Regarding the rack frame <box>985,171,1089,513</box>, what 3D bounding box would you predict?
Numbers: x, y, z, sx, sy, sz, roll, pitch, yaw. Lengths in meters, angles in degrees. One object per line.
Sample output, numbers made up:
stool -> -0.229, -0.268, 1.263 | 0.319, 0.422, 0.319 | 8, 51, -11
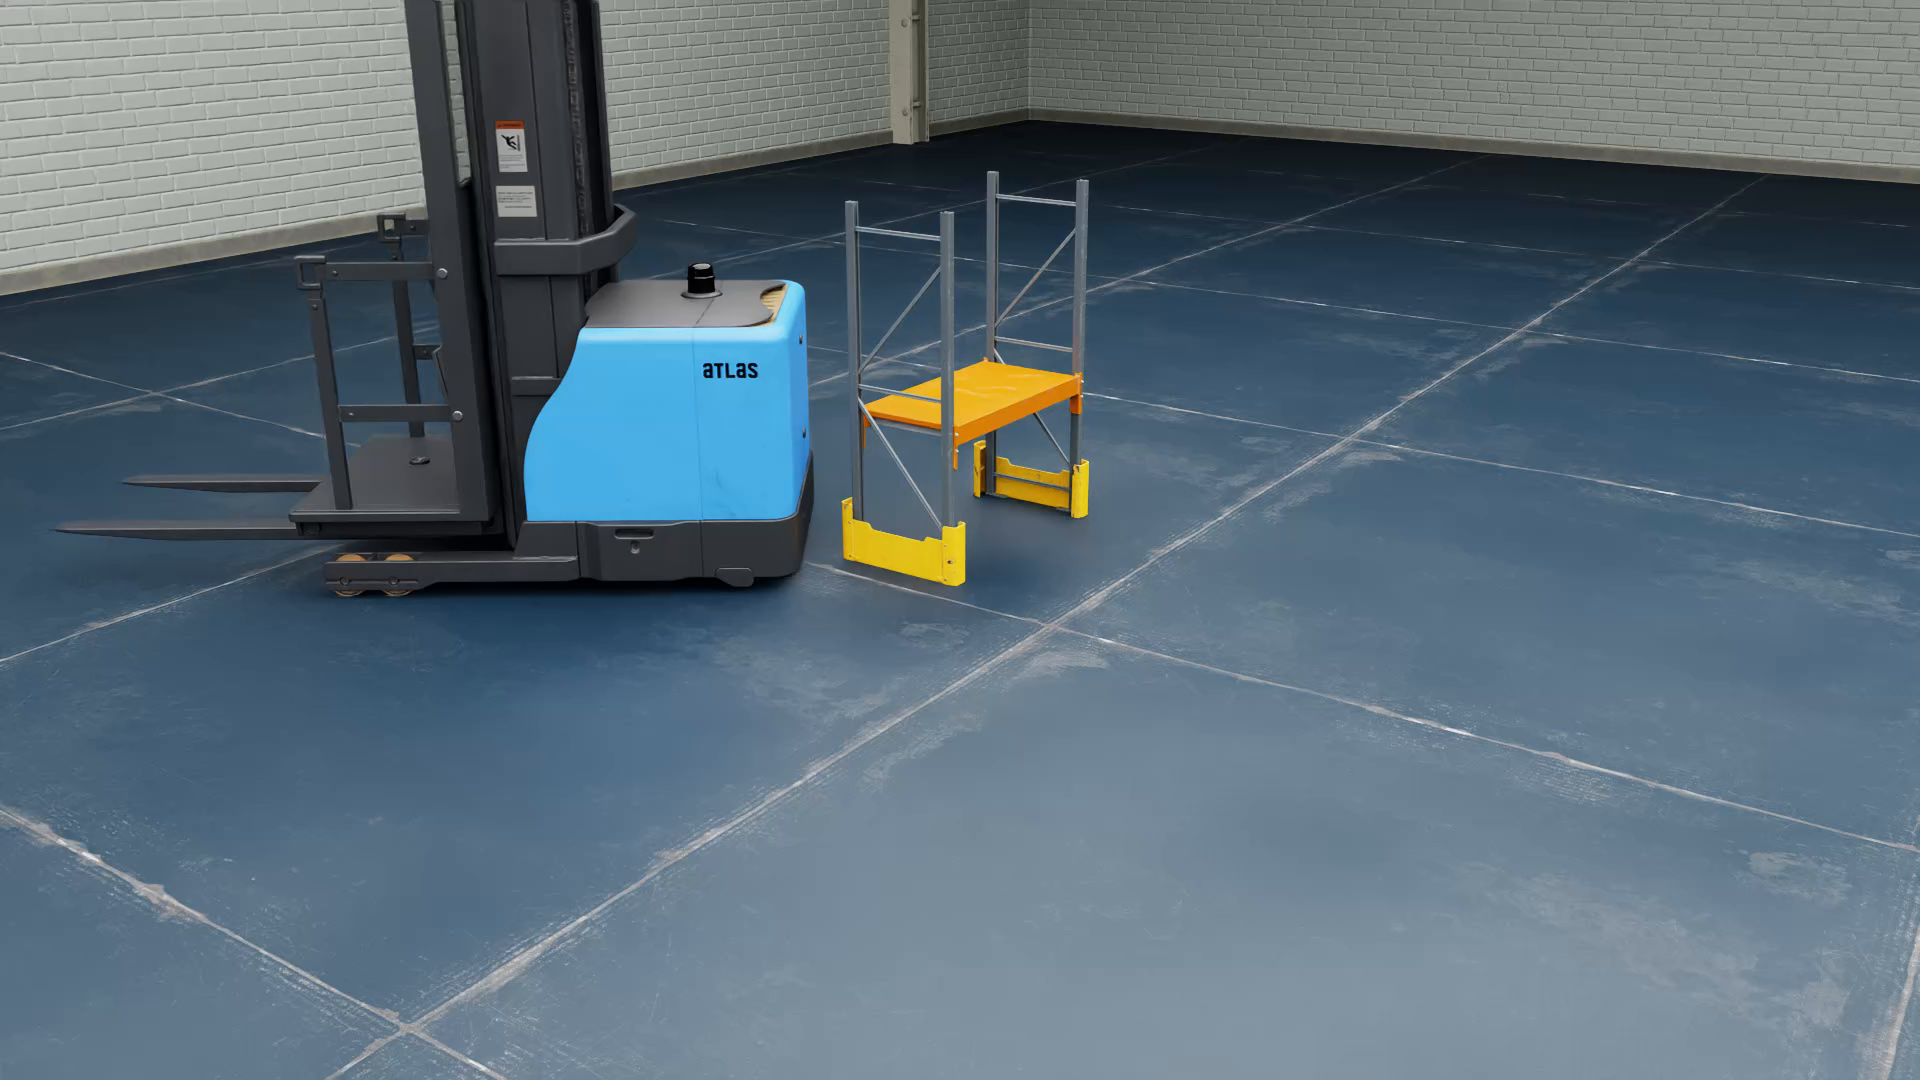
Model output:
rack frame -> 0.334, -0.874, 7.465 | 0.500, 1.500, 0.032 | 13, 24, 32

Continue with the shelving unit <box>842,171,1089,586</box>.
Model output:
shelving unit -> 0.043, -0.725, 7.064 | 0.587, 1.500, 1.083 | 13, 24, 32

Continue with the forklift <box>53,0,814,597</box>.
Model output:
forklift -> -2.169, -1.333, 6.643 | 3.031, 2.935, 1.130 | 0, 20, -1

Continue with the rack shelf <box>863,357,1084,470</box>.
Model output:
rack shelf -> 0.048, -0.559, 7.133 | 0.538, 0.185, 1.000 | 13, 24, 32

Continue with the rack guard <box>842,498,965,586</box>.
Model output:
rack guard -> -0.237, 0.004, 6.894 | 0.587, 0.250, 0.087 | 13, 24, 32

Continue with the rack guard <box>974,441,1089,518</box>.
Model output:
rack guard -> 0.323, -0.282, 7.667 | 0.587, 0.250, 0.087 | 13, 24, 32

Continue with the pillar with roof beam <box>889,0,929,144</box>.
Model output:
pillar with roof beam -> 2.944, -8.312, 16.765 | 9.100, 9.000, 0.400 | 13, 24, 32

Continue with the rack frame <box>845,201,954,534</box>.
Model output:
rack frame -> -0.238, -0.582, 6.677 | 0.500, 1.500, 0.032 | 13, 24, 32
